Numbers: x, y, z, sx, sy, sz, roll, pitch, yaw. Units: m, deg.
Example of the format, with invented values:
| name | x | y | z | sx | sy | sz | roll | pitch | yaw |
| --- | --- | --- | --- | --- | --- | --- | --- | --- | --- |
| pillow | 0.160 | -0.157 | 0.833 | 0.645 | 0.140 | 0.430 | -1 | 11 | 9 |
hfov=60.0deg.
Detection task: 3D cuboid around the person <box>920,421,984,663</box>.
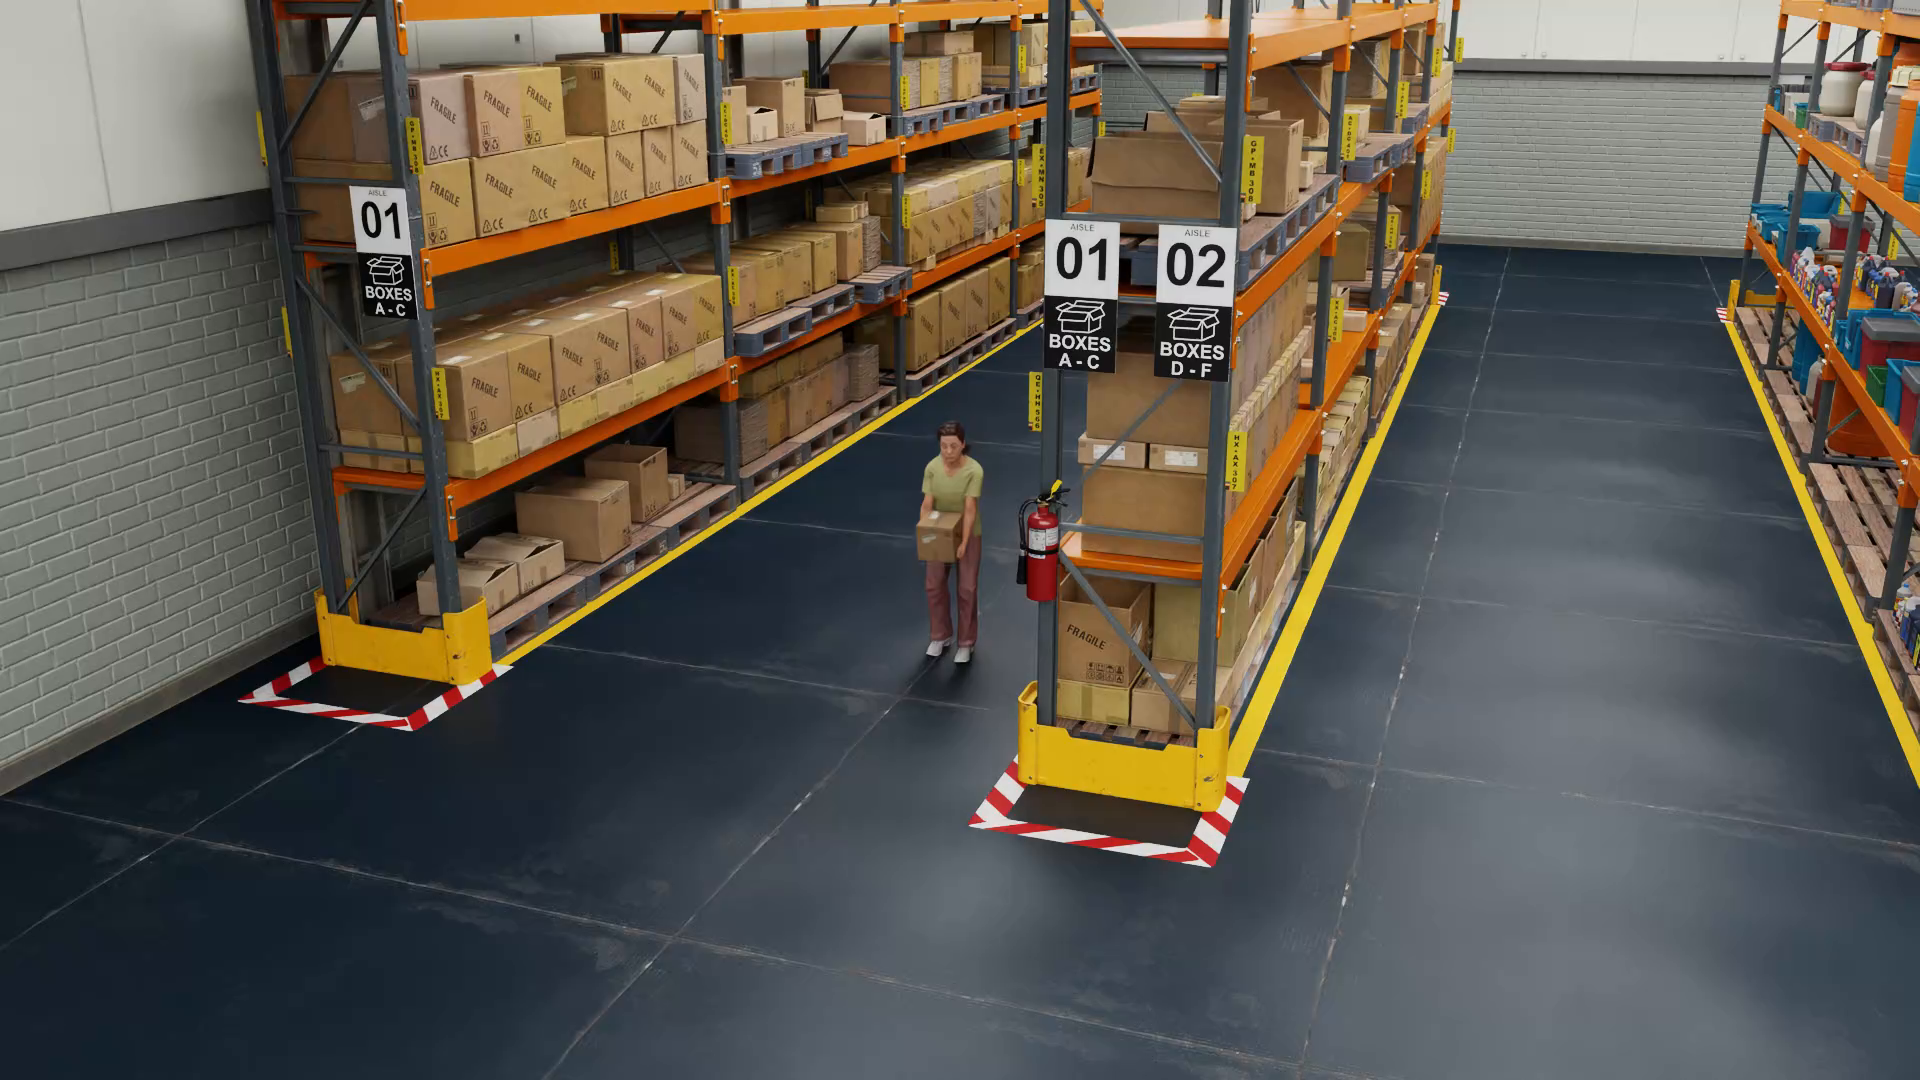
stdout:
| name | x | y | z | sx | sy | sz | roll | pitch | yaw |
| --- | --- | --- | --- | --- | --- | --- | --- | --- | --- |
| person | -0.053 | 0.010 | 11.077 | 0.409 | 1.654 | 0.521 | 6 | 20 | 17 |
